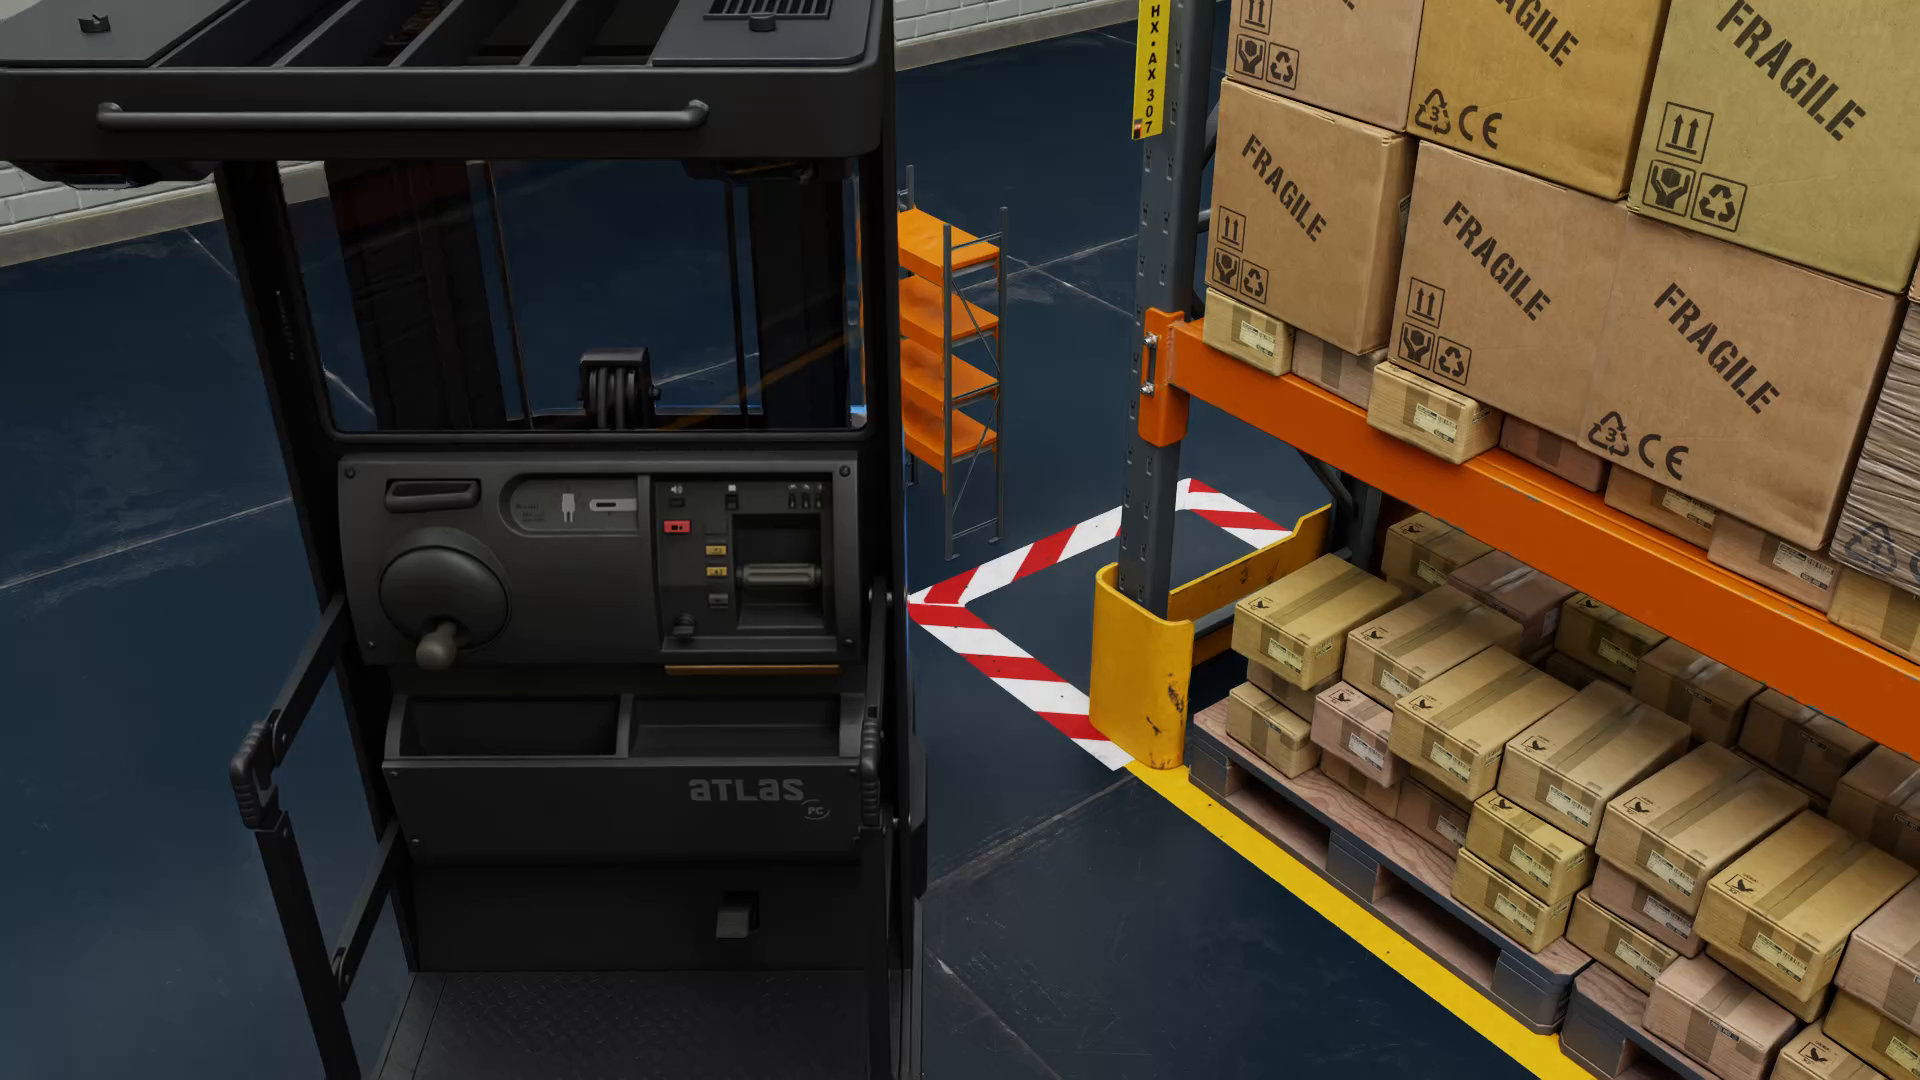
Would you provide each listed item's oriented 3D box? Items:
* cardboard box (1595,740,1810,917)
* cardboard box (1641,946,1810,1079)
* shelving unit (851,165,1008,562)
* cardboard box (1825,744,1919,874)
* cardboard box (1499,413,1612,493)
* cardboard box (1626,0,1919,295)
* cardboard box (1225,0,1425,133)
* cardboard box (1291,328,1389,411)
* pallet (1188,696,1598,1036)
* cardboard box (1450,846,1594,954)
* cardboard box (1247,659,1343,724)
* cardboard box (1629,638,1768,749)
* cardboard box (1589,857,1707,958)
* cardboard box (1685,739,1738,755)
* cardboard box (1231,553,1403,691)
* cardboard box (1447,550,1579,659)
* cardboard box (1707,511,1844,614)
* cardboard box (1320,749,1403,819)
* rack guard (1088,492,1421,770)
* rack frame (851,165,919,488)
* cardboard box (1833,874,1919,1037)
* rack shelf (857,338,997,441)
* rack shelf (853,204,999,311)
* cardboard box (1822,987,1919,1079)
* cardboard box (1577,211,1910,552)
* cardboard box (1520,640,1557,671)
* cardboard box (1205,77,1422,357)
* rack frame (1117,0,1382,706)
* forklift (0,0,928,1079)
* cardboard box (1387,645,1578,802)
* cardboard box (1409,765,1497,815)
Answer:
[{"bbox_3d":[1.623,0.625,3.641,0.380,0.149,0.250,-21,37,-30],"label":"cardboard box"},{"bbox_3d":[1.710,0.987,3.622,0.380,0.149,0.250,-24,39,-34],"label":"cardboard box"},{"bbox_3d":[-0.101,-0.579,5.545,0.258,1.200,0.503,-22,38,-31],"label":"shelving unit"},{"bbox_3d":[2.157,0.576,3.720,0.380,0.149,0.250,-24,39,-33],"label":"cardboard box"},{"bbox_3d":[1.391,-0.267,3.576,0.380,0.149,0.250,-20,37,-29],"label":"cardboard box"},{"bbox_3d":[1.554,-0.789,2.854,0.500,0.500,0.500,-23,39,-32],"label":"cardboard box"},{"bbox_3d":[0.939,-1.222,3.550,0.500,0.500,0.500,-23,38,-32],"label":"cardboard box"},{"bbox_3d":[1.002,-0.461,3.887,0.380,0.149,0.250,-21,37,-30],"label":"cardboard box"},{"bbox_3d":[1.390,0.665,4.479,1.003,0.211,1.213,-22,38,-31],"label":"pallet"},{"bbox_3d":[1.395,0.779,3.956,0.380,0.149,0.250,-22,38,-31],"label":"cardboard box"},{"bbox_3d":[0.992,0.307,4.435,0.380,0.149,0.250,-21,37,-29],"label":"cardboard box"},{"bbox_3d":[1.874,0.336,4.106,0.380,0.149,0.250,-24,39,-33],"label":"cardboard box"},{"bbox_3d":[1.644,0.734,3.747,0.380,0.149,0.250,-24,39,-34],"label":"cardboard box"},{"bbox_3d":[1.826,0.494,4.133,0.380,0.149,0.250,-23,38,-32],"label":"cardboard box"},{"bbox_3d":[0.926,0.207,4.314,0.380,0.149,0.250,-24,39,-33],"label":"cardboard box"},{"bbox_3d":[1.507,0.141,4.420,0.380,0.149,0.250,-21,38,-30],"label":"cardboard box"},{"bbox_3d":[1.667,-0.035,3.201,0.380,0.149,0.250,-23,39,-32],"label":"cardboard box"},{"bbox_3d":[1.167,0.536,4.348,0.380,0.149,0.250,-22,38,-32],"label":"cardboard box"},{"bbox_3d":[0.920,0.192,4.966,1.175,0.500,0.348,-22,38,-31],"label":"rack guard"},{"bbox_3d":[-0.251,-0.680,5.708,0.240,1.200,0.015,-22,38,-31],"label":"rack frame"},{"bbox_3d":[1.978,0.823,3.322,0.380,0.149,0.250,-22,38,-31],"label":"cardboard box"},{"bbox_3d":[-0.101,-0.522,5.580,0.258,0.148,0.480,-22,38,-31],"label":"rack shelf"},{"bbox_3d":[-0.101,-0.912,5.337,0.258,0.148,0.480,-22,38,-31],"label":"rack shelf"},{"bbox_3d":[2.001,0.950,3.400,0.380,0.149,0.250,-20,37,-29],"label":"cardboard box"},{"bbox_3d":[1.569,-0.370,3.127,0.500,0.500,0.500,-22,38,-31],"label":"cardboard box"},{"bbox_3d":[1.540,0.259,4.512,0.380,0.149,0.250,-23,39,-32],"label":"cardboard box"},{"bbox_3d":[0.930,-0.793,3.808,0.500,0.500,0.500,-20,37,-29],"label":"cardboard box"},{"bbox_3d":[0.873,-0.901,4.358,1.000,3.000,0.127,-22,38,-31],"label":"rack frame"},{"bbox_3d":[-0.643,0.093,2.822,1.130,2.935,3.031,0,32,0],"label":"forklift"},{"bbox_3d":[1.243,0.430,3.956,0.380,0.149,0.250,-22,38,-32],"label":"cardboard box"},{"bbox_3d":[1.335,0.512,4.104,0.380,0.149,0.250,-22,38,-31],"label":"cardboard box"}]
